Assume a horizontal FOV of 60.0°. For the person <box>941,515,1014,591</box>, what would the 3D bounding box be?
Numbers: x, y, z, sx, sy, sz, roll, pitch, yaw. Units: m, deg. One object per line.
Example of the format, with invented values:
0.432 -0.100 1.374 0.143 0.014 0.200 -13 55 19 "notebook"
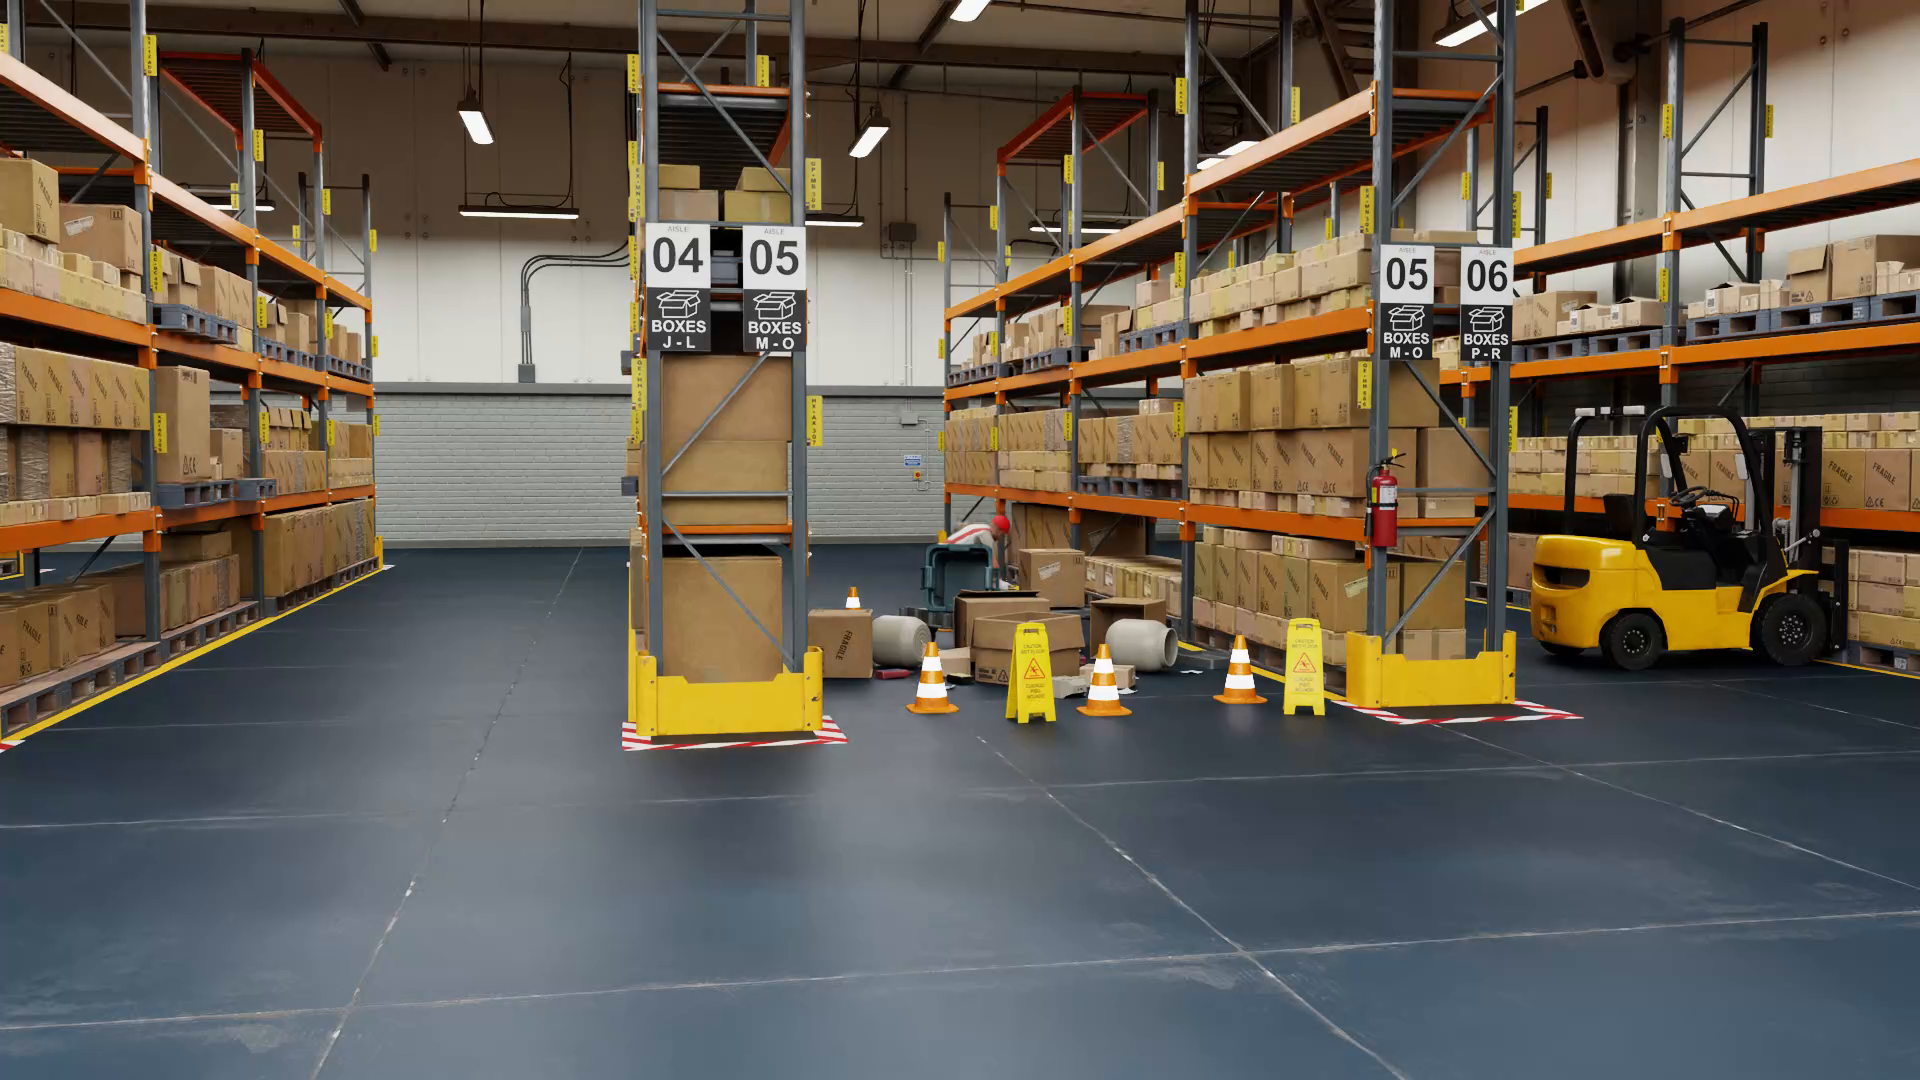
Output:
0.135 0.273 18.334 0.866 1.090 0.571 -1 3 -12 "person"
